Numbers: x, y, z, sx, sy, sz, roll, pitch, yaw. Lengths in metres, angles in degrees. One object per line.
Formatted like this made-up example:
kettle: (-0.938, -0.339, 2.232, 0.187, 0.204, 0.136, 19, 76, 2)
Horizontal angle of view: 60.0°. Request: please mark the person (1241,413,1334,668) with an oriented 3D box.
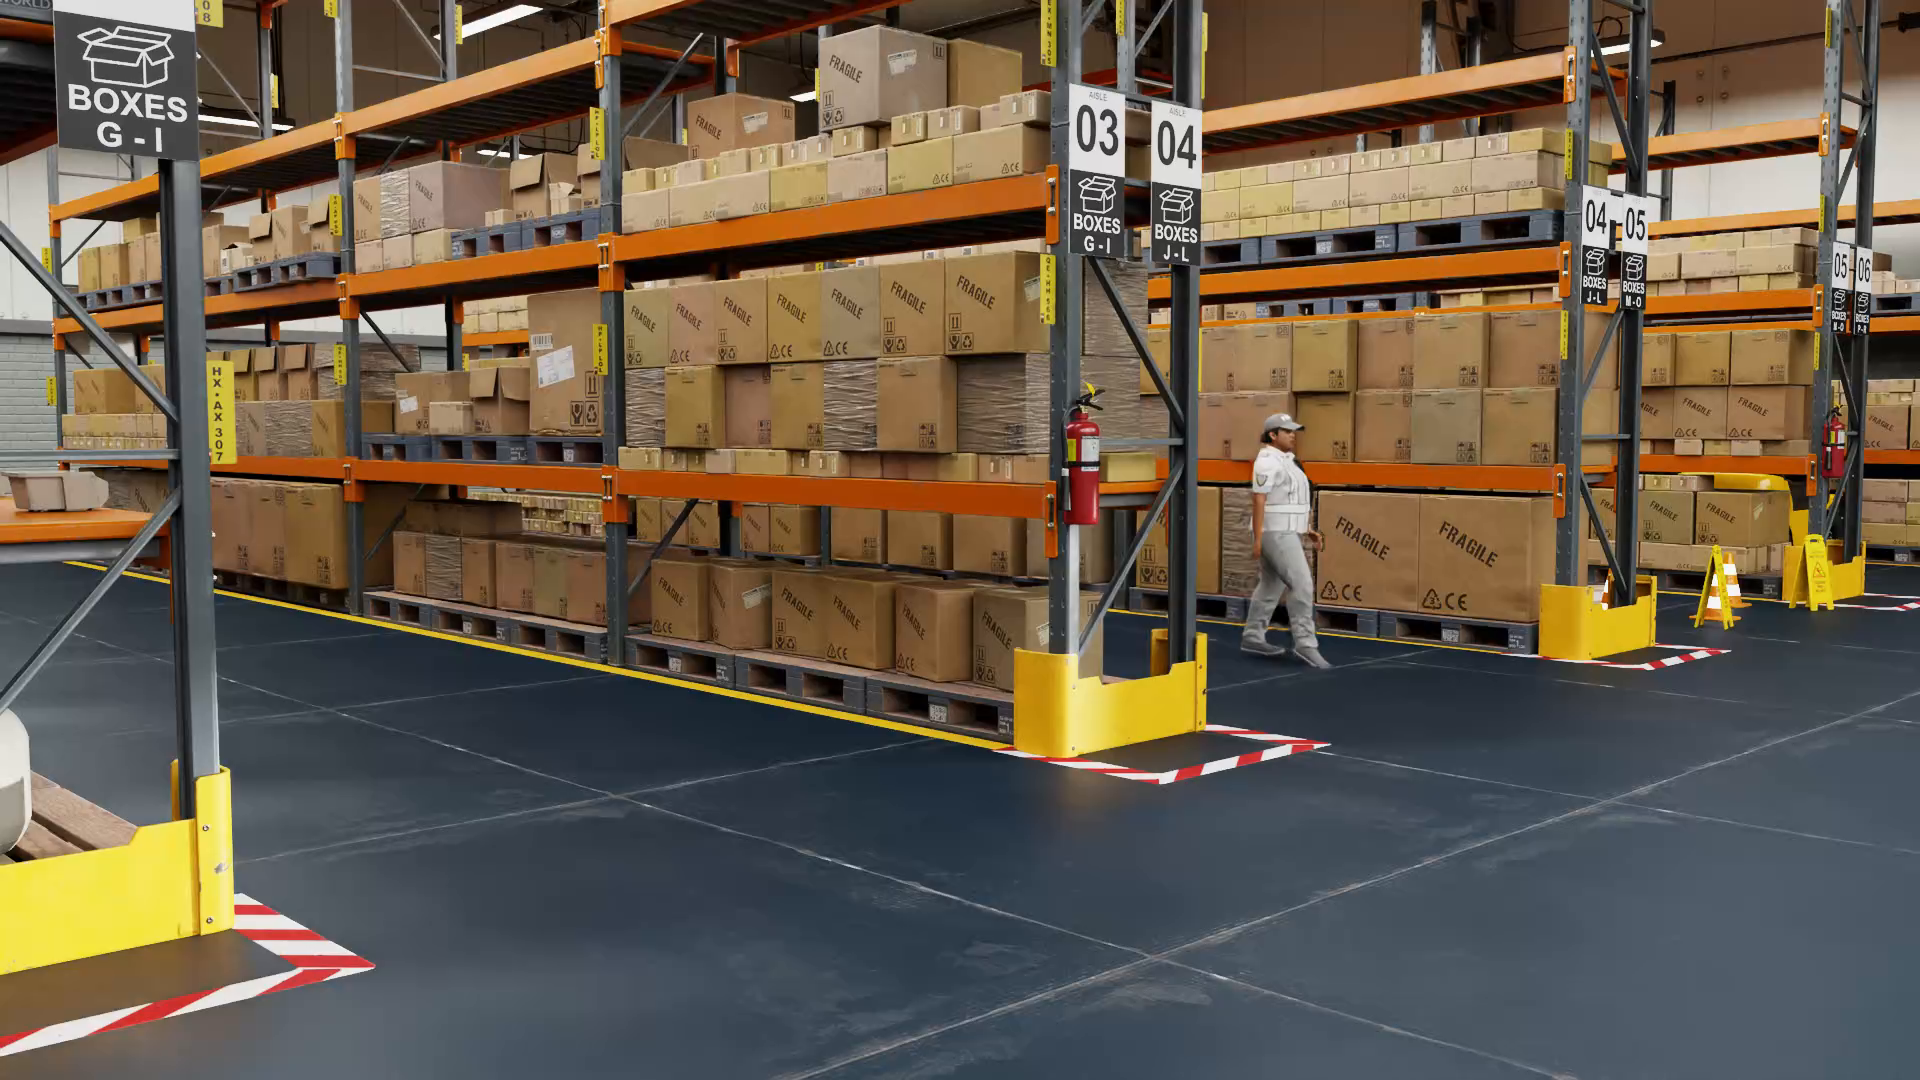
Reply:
person: (2.219, 0.003, 11.181, 0.683, 1.710, 0.486, 2, 4, 24)
